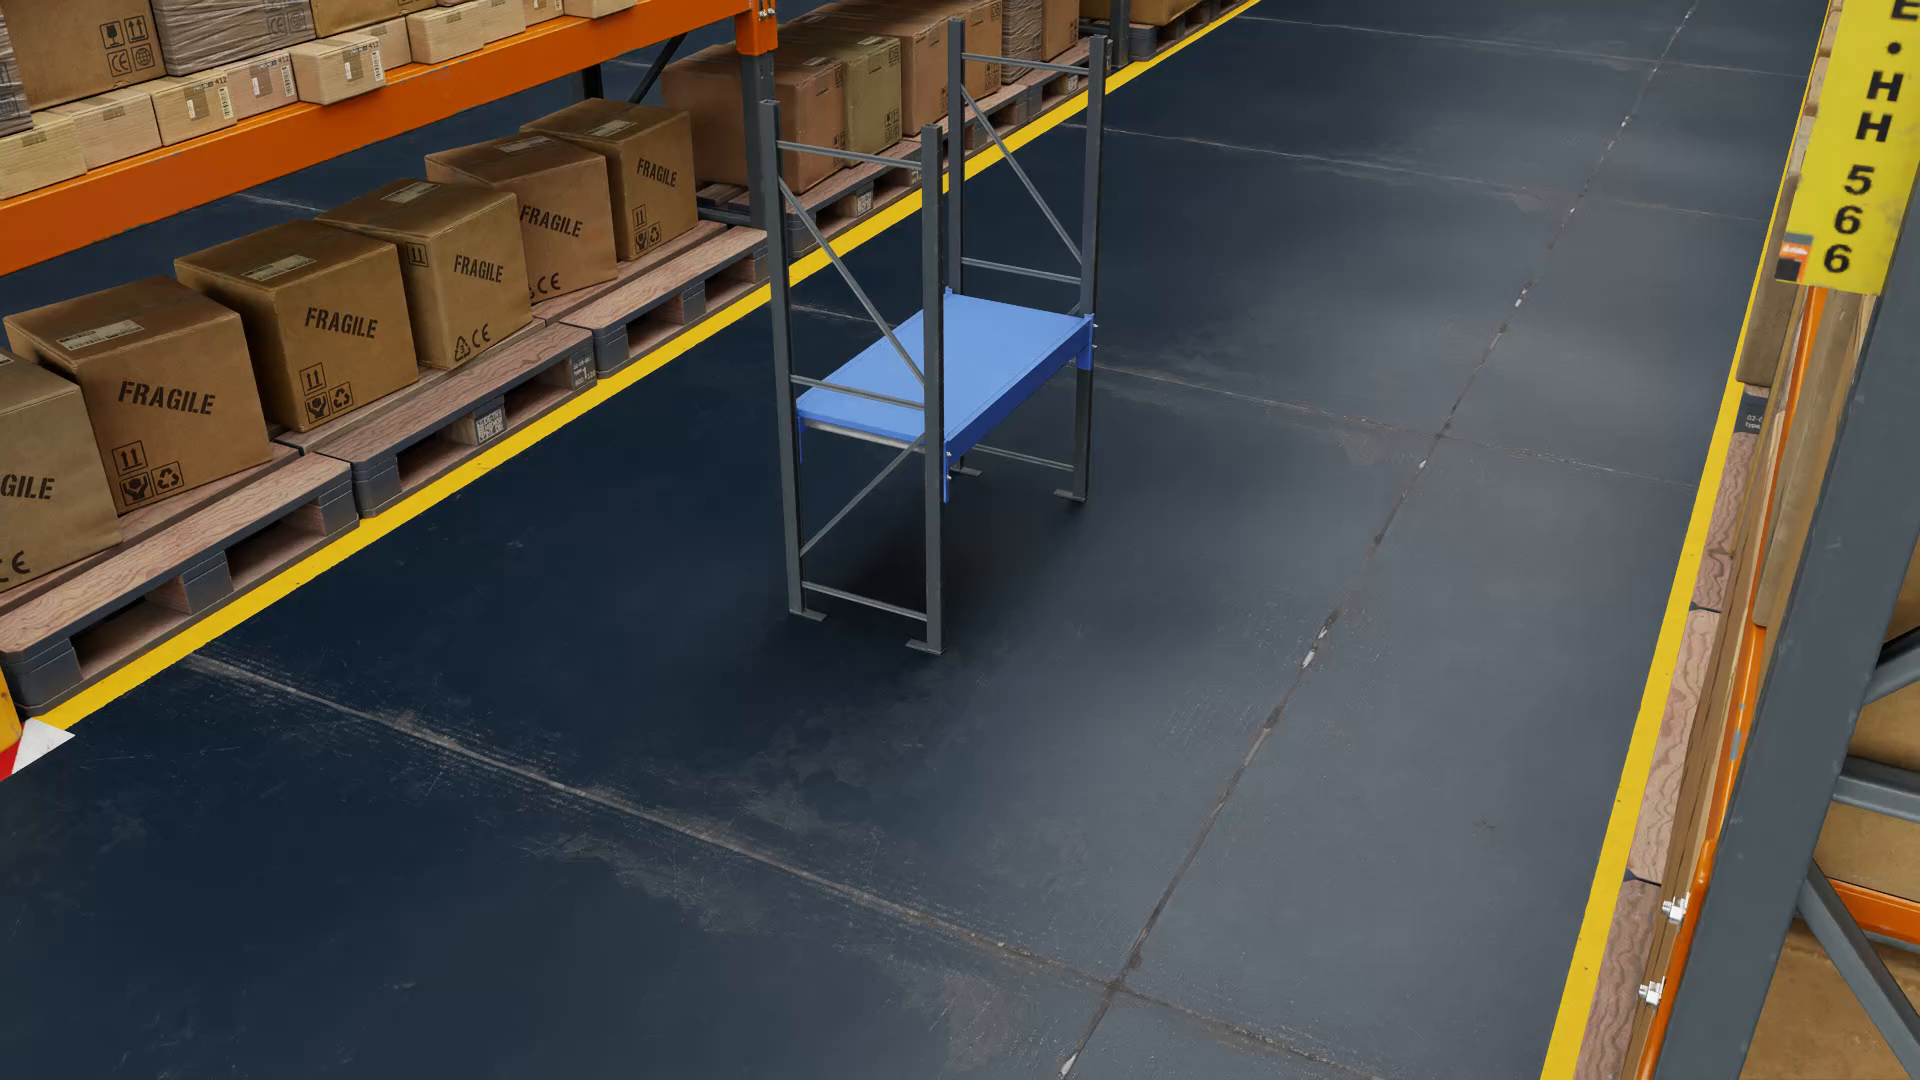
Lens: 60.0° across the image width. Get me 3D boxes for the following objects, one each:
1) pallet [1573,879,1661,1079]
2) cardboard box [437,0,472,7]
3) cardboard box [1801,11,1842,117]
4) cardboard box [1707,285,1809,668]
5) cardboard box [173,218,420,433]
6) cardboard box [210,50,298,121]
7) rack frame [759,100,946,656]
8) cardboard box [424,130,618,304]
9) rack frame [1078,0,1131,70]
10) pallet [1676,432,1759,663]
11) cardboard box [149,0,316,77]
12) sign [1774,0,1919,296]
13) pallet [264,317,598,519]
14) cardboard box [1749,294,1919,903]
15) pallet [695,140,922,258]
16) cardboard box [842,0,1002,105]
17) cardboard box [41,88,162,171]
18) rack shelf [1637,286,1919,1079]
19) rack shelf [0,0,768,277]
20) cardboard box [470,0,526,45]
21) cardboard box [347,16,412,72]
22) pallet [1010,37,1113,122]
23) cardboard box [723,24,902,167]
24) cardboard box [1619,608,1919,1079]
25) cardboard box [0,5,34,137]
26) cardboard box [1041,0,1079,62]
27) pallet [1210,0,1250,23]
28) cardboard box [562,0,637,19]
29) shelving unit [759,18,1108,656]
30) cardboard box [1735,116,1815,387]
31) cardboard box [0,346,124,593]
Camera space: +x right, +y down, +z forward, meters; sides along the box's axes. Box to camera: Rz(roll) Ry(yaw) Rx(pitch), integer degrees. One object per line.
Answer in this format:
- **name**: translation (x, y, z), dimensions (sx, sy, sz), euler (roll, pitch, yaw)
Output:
- **pallet**: translation (1.599, 1.190, 2.965), dimensions (1.003, 0.211, 1.213), euler (14, 33, 23)
- **cardboard box**: translation (-1.900, -2.119, 5.528), dimensions (0.875, 0.500, 0.500), euler (14, 33, 23)
- **cardboard box**: translation (4.196, -1.762, 7.144), dimensions (1.050, 0.750, 0.750), euler (15, 33, 24)
- **cardboard box**: translation (2.370, -0.017, 3.980), dimensions (0.875, 0.875, 0.875), euler (15, 33, 24)
- **cardboard box**: translation (-2.222, -0.734, 5.604), dimensions (0.500, 0.500, 0.500), euler (18, 34, 28)
- **cardboard box**: translation (-2.160, -1.336, 4.816), dimensions (0.380, 0.149, 0.250), euler (14, 33, 23)
- **rack frame**: translation (-0.270, -0.387, 4.418), dimensions (0.500, 1.500, 0.032), euler (14, 33, 23)
- **cardboard box**: translation (-1.715, -1.264, 6.528), dimensions (0.500, 0.500, 0.500), euler (-26, 39, -37)
- **rack frame**: translation (0.579, -4.363, 9.836), dimensions (1.000, 3.000, 0.127), euler (14, 33, 23)
- **pallet**: translation (2.710, 0.109, 4.849), dimensions (1.003, 0.211, 1.213), euler (14, 33, 23)
- **cardboard box**: translation (-2.403, -1.687, 4.777), dimensions (0.875, 0.500, 0.500), euler (14, 33, 23)
- **sign**: translation (0.827, -0.381, 1.501), dimensions (0.100, 0.325, 0.005), euler (14, 33, 23)
- **pallet**: translation (-2.072, -0.532, 5.965), dimensions (1.003, 0.211, 1.213), euler (14, 33, 23)
- **cardboard box**: translation (1.433, 0.113, 1.890), dimensions (0.875, 0.550, 0.550), euler (14, 33, 23)
- **pallet**: translation (-0.890, -1.726, 8.044), dimensions (1.003, 0.211, 1.213), euler (14, 33, 23)
- **cardboard box**: translation (-0.202, -2.667, 8.950), dimensions (0.700, 0.500, 0.500), euler (17, 34, 27)
- **cardboard box**: translation (-2.370, -1.110, 4.422), dimensions (0.380, 0.149, 0.250), euler (14, 33, 23)
- **rack shelf**: translation (2.215, -0.221, 3.346), dimensions (1.077, 0.370, 4.000), euler (14, 33, 23)
- **rack shelf**: translation (-2.154, -1.391, 5.383), dimensions (1.077, 0.370, 4.000), euler (14, 33, 23)
- **cardboard box**: translation (-1.693, -1.776, 5.583), dimensions (0.380, 0.149, 0.250), euler (14, 33, 23)
- **cardboard box**: translation (-1.958, -1.564, 5.214), dimensions (0.380, 0.149, 0.250), euler (14, 33, 23)
- **pallet**: translation (0.222, -2.808, 9.928), dimensions (1.003, 0.211, 1.213), euler (14, 33, 23)
- **cardboard box**: translation (-0.710, -2.171, 8.087), dimensions (0.700, 0.500, 0.500), euler (14, 33, 23)
- **cardboard box**: translation (1.554, 0.777, 2.597), dimensions (0.875, 0.875, 0.875), euler (14, 33, 24)
- **cardboard box**: translation (-2.790, -1.227, 3.975), dimensions (0.875, 0.500, 0.500), euler (14, 33, 23)
- **cardboard box**: translation (0.292, -3.169, 9.824), dimensions (0.700, 0.500, 0.500), euler (13, 32, 21)
- **pallet**: translation (1.562, -4.025, 12.048), dimensions (1.003, 0.211, 1.213), euler (14, 33, 23)
- **cardboard box**: translation (-1.384, -1.977, 5.933), dimensions (0.380, 0.149, 0.250), euler (14, 33, 23)
- **shelving unit**: translation (-0.039, -0.613, 4.811), dimensions (0.538, 1.500, 1.048), euler (14, 33, 23)
- **cardboard box**: translation (3.329, -0.922, 5.681), dimensions (1.050, 0.750, 0.750), euler (14, 33, 23)
- **cardboard box**: translation (-2.766, -0.188, 4.654), dimensions (0.500, 0.500, 0.500), euler (21, 36, 32)
